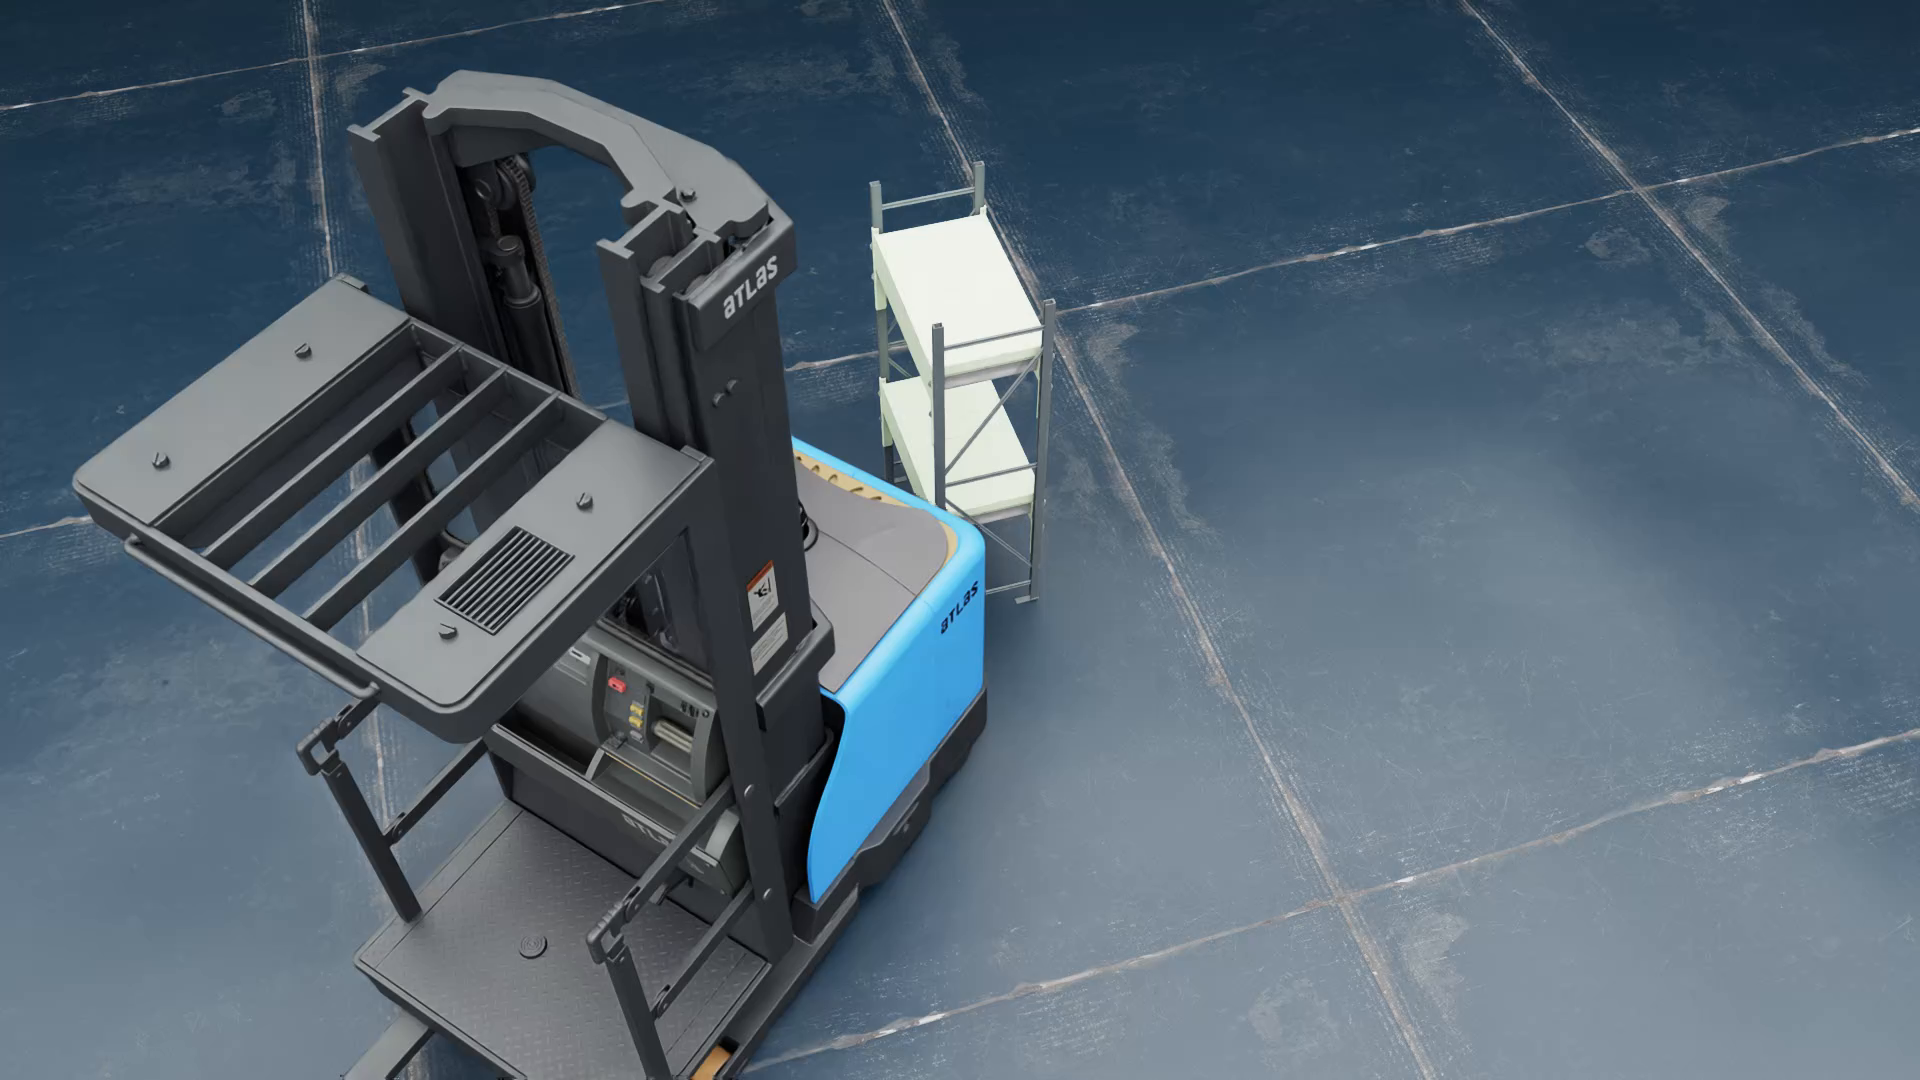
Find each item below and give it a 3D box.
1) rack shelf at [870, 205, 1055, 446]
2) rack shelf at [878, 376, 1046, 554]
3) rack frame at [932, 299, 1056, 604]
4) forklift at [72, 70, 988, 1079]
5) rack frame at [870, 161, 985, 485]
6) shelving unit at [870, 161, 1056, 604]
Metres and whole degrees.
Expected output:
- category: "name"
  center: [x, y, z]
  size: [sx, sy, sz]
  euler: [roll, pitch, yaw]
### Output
- category: "rack shelf"
  center: [-0.002, -0.740, 5.672]
  size: [0.431, 0.370, 0.720]
  euler: [-13, 51, -11]
- category: "rack shelf"
  center: [-0.002, -0.278, 6.220]
  size: [0.431, 0.370, 0.720]
  euler: [-13, 51, -11]
- category: "rack frame"
  center: [0.106, -0.221, 5.745]
  size: [0.400, 1.500, 0.023]
  euler: [-13, 51, -11]
- category: "forklift"
  center: [-1.126, 0.468, 4.228]
  size: [1.130, 2.935, 3.031]
  euler: [26, 55, 20]
- category: "rack frame"
  center: [-0.110, -0.756, 6.196]
  size: [0.400, 1.500, 0.023]
  euler: [-13, 51, -11]
- category: "shelving unit"
  center: [-0.002, -0.488, 5.970]
  size: [0.431, 1.500, 0.755]
  euler: [-13, 51, -11]
